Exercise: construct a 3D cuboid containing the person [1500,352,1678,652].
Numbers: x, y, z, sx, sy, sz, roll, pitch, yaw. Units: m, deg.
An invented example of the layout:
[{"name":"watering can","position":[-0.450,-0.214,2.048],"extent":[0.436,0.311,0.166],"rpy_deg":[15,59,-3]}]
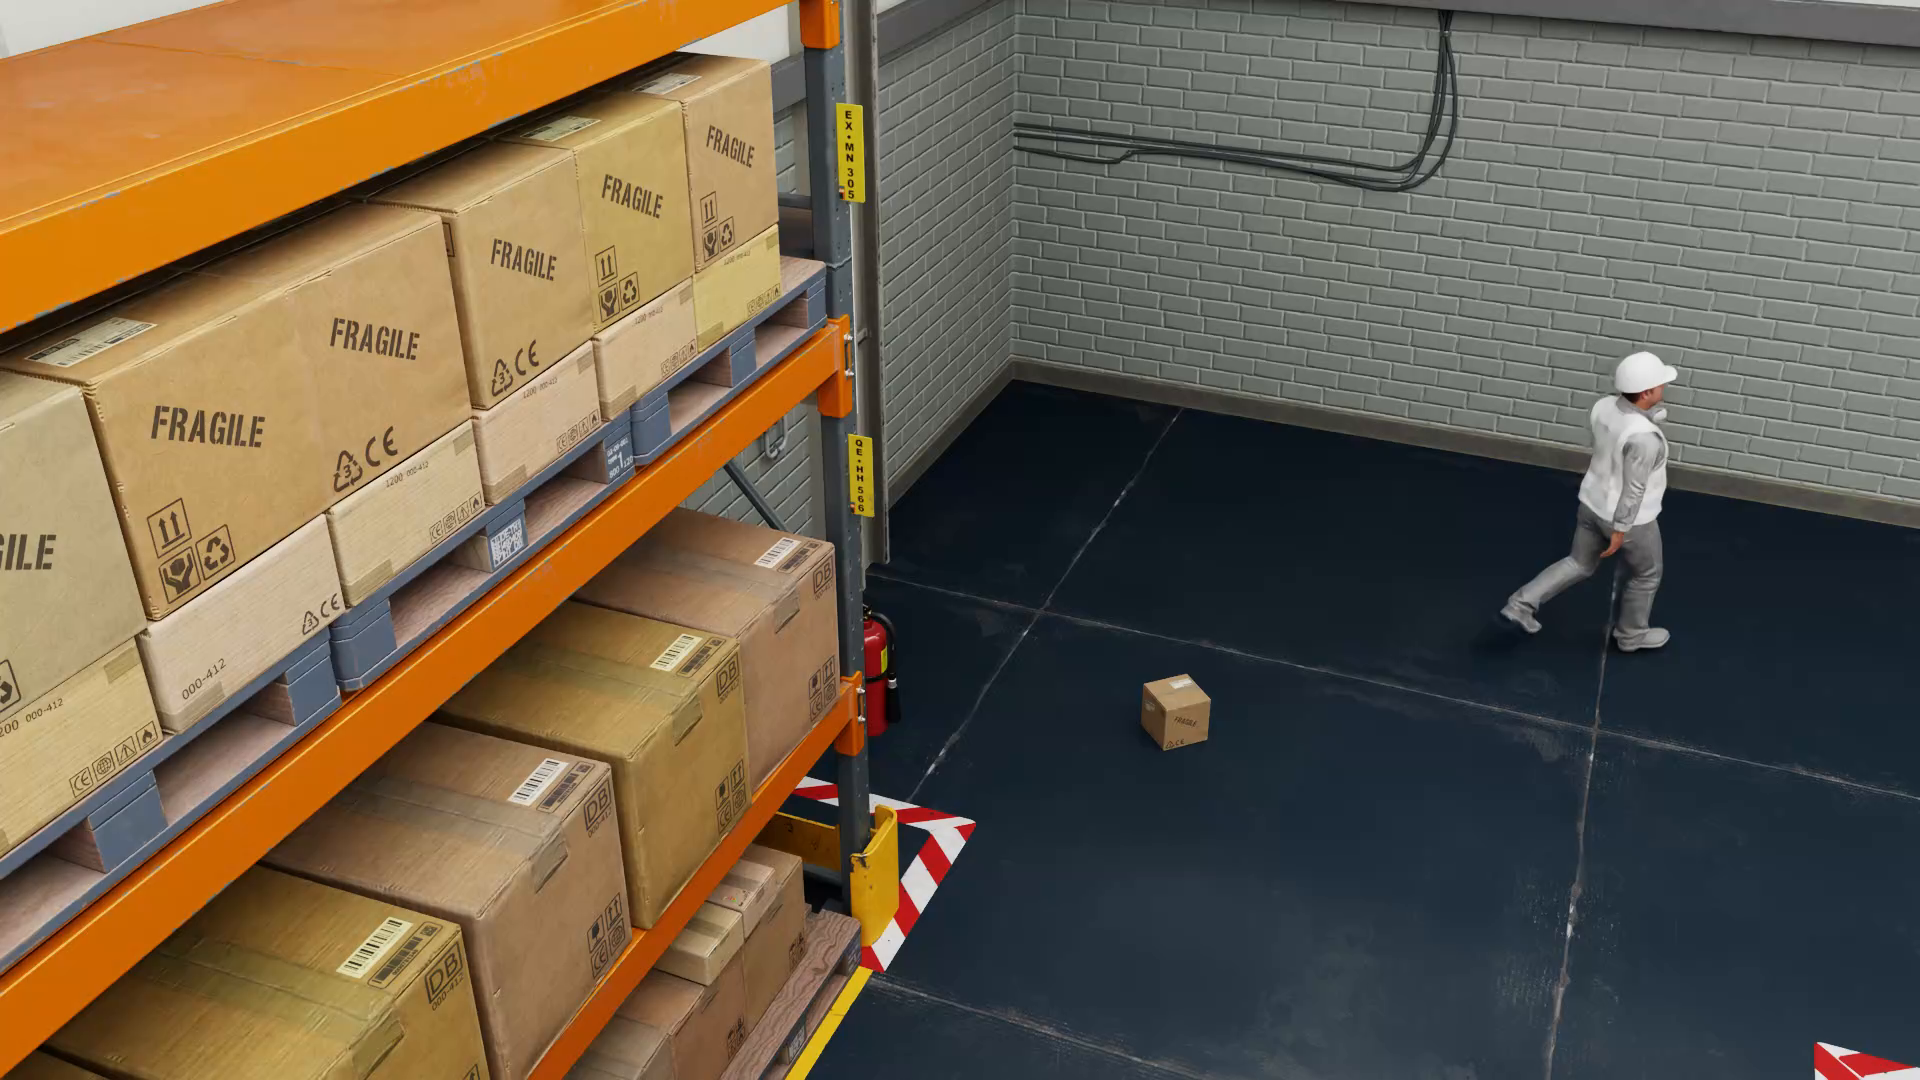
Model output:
[{"name":"person","position":[3.409,-0.177,8.679],"extent":[0.938,1.738,0.531],"rpy_deg":[-7,30,-12]}]
